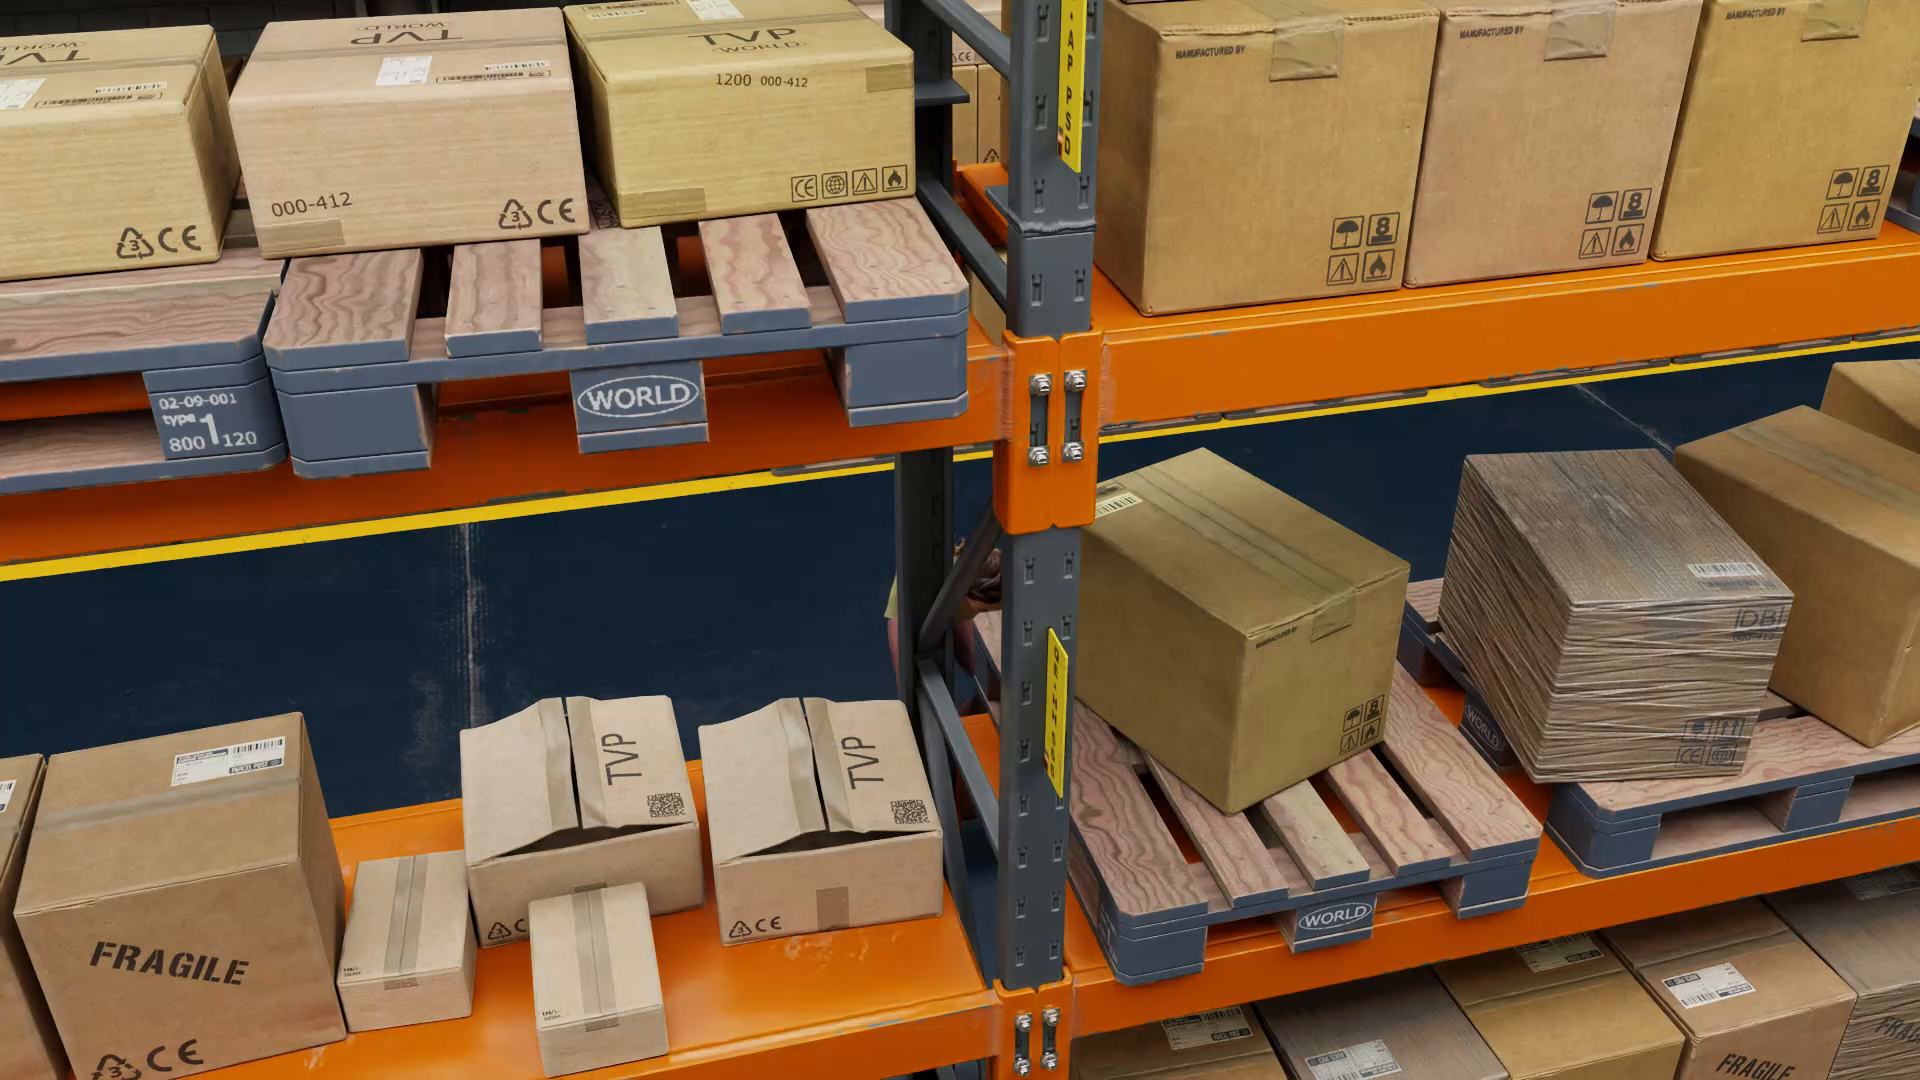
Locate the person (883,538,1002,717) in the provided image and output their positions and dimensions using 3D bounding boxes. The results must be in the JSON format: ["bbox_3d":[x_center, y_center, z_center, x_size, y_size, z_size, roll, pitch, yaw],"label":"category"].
[{"bbox_3d":[0.003,0.396,6.012,0.505,1.116,0.747,-8,31,-13],"label":"person"}]
